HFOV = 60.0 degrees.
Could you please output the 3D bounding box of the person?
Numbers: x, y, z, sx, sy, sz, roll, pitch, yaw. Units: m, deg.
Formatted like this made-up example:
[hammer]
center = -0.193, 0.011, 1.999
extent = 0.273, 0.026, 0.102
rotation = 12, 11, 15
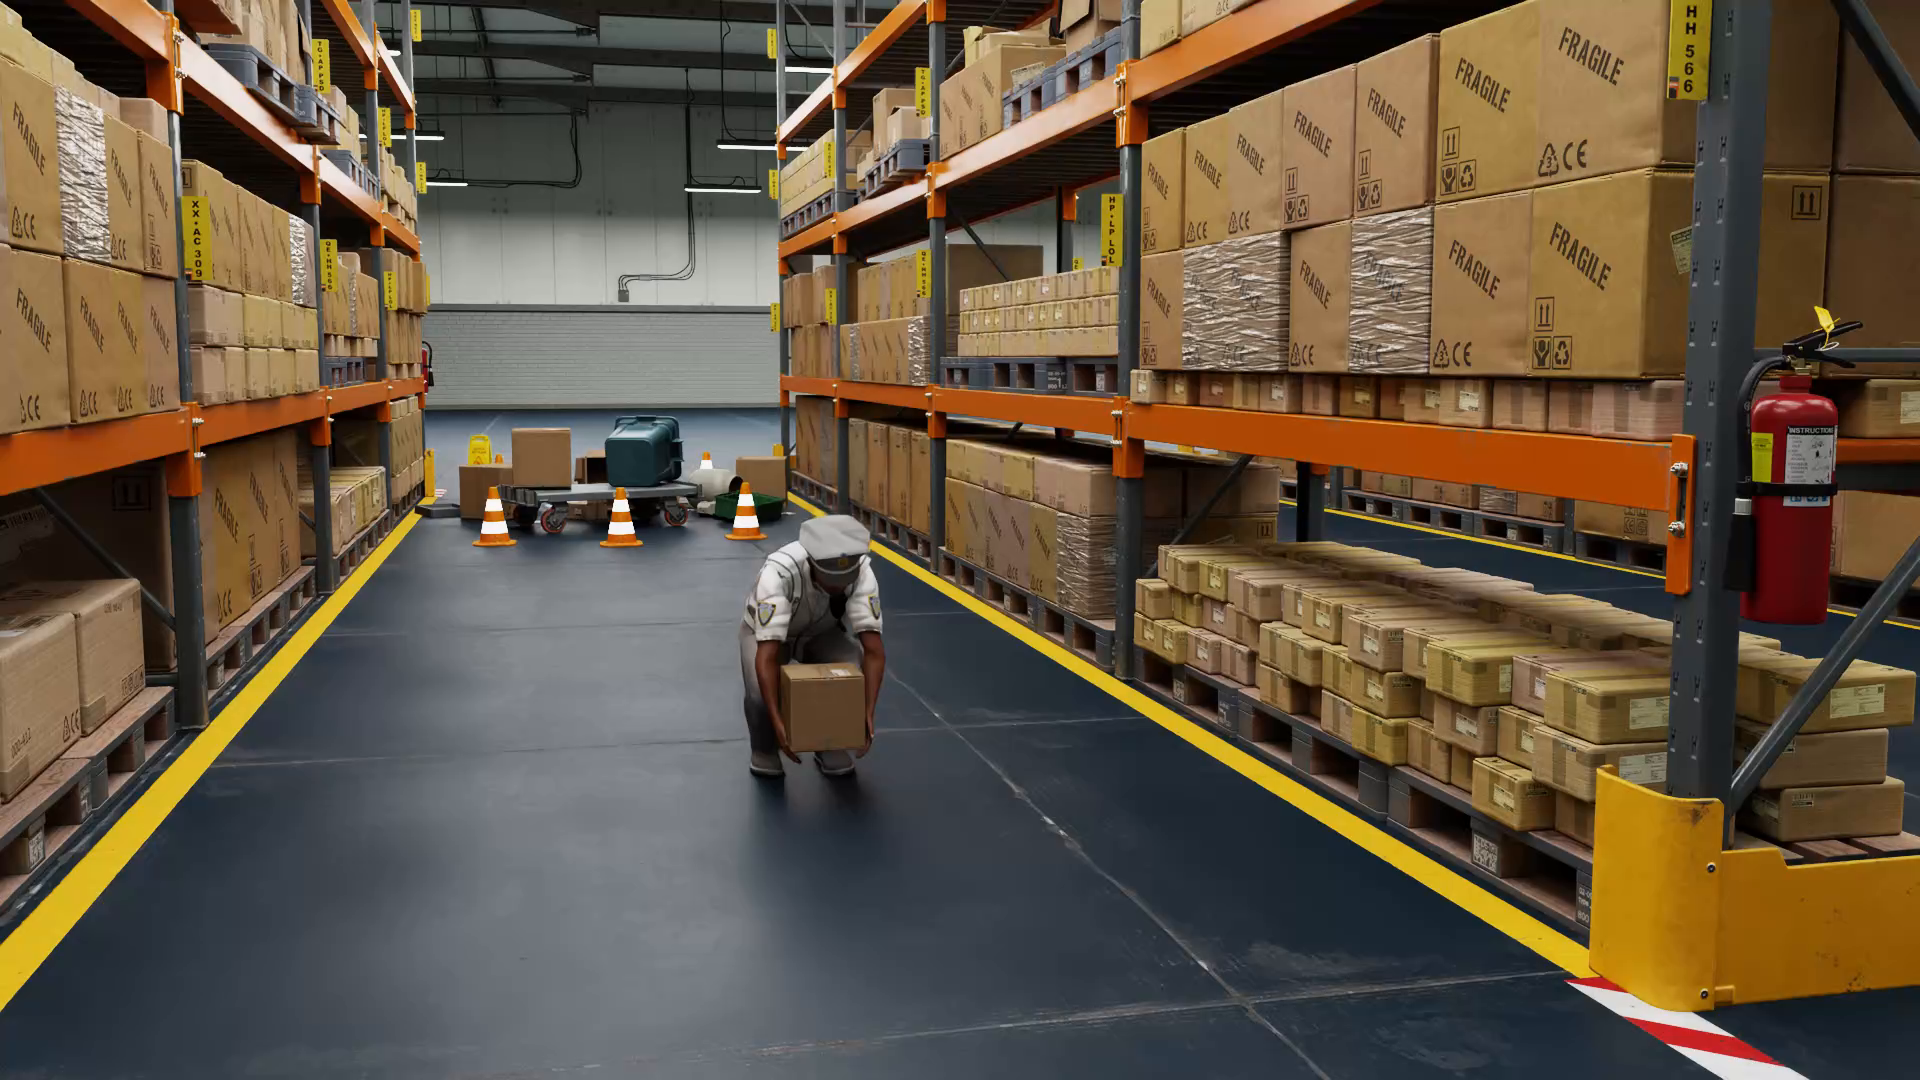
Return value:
[person]
center = -0.542, 0.376, 5.986
extent = 0.483, 0.968, 0.838
rotation = -2, 6, -14
